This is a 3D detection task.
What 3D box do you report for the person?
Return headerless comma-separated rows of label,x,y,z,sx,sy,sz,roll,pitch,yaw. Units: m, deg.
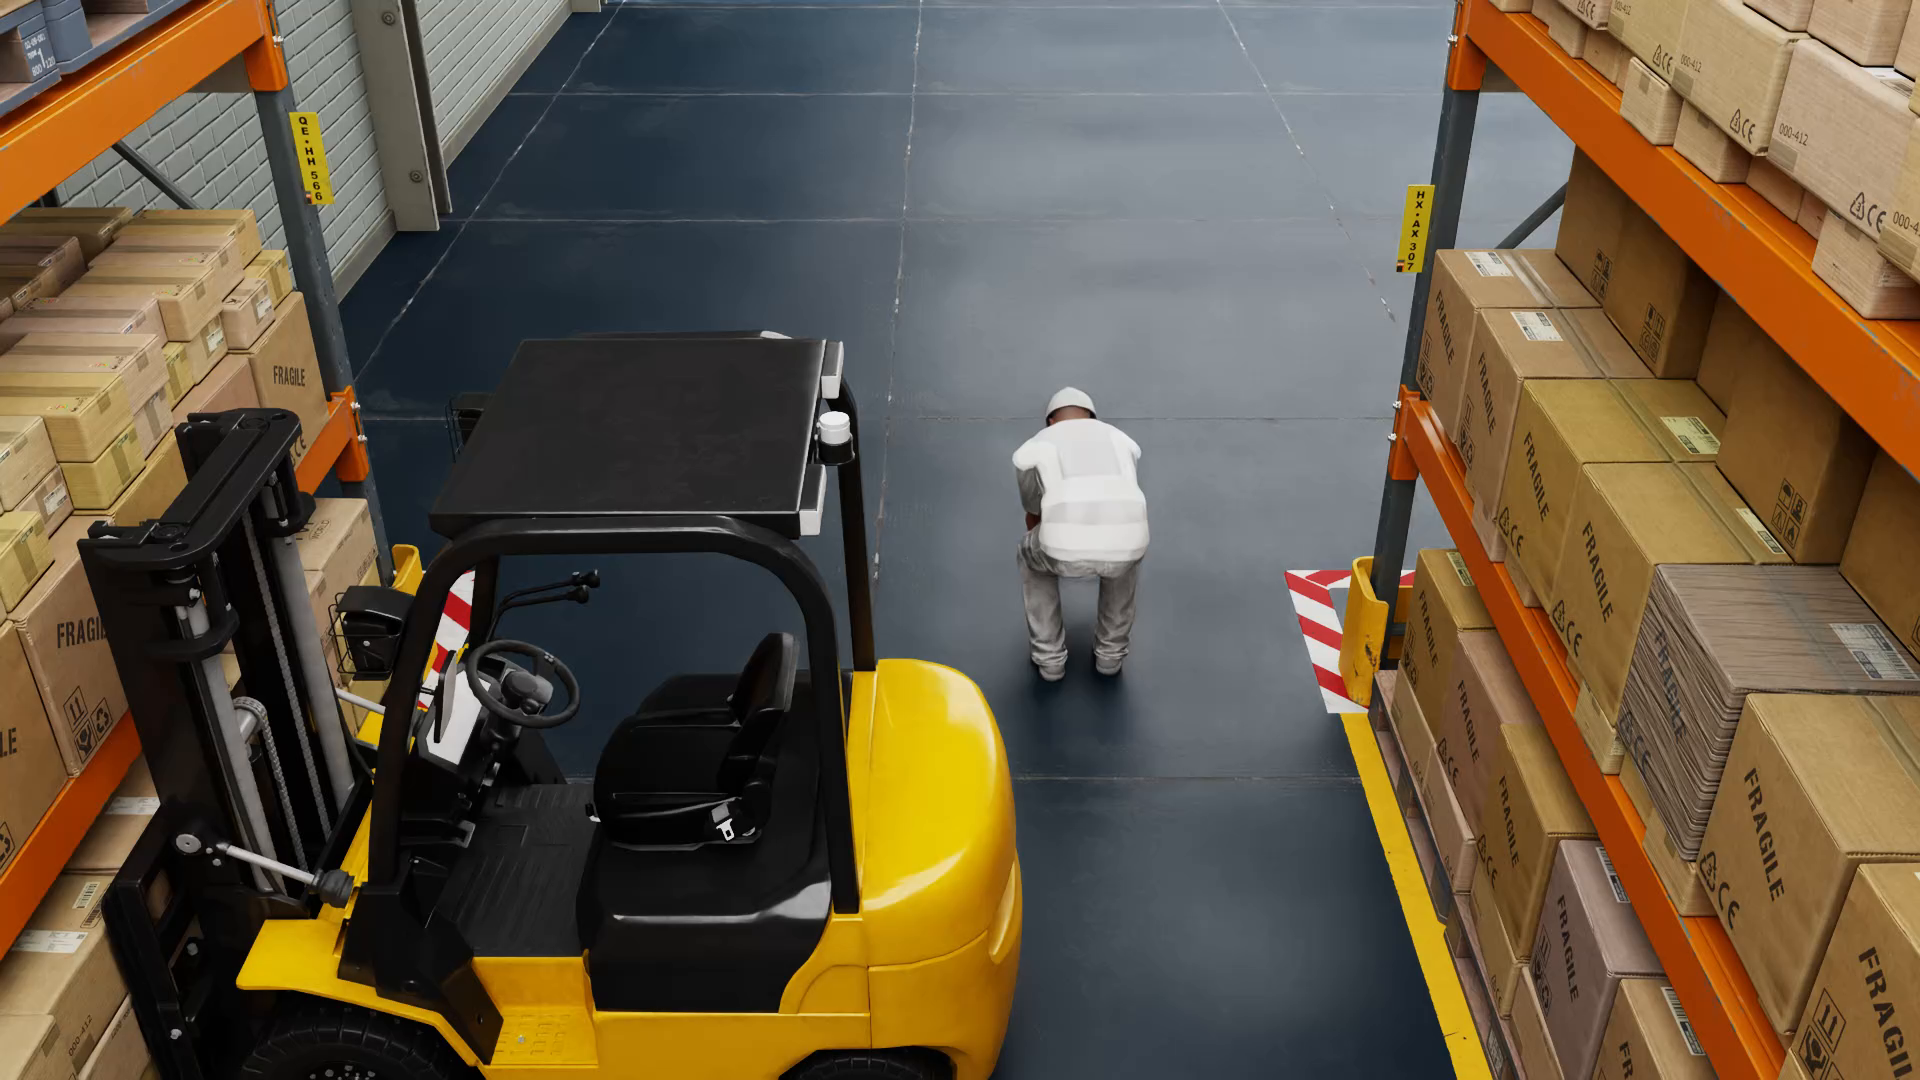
person,0.494,0.002,6.859,0.522,1.007,0.976,-1,31,-2
